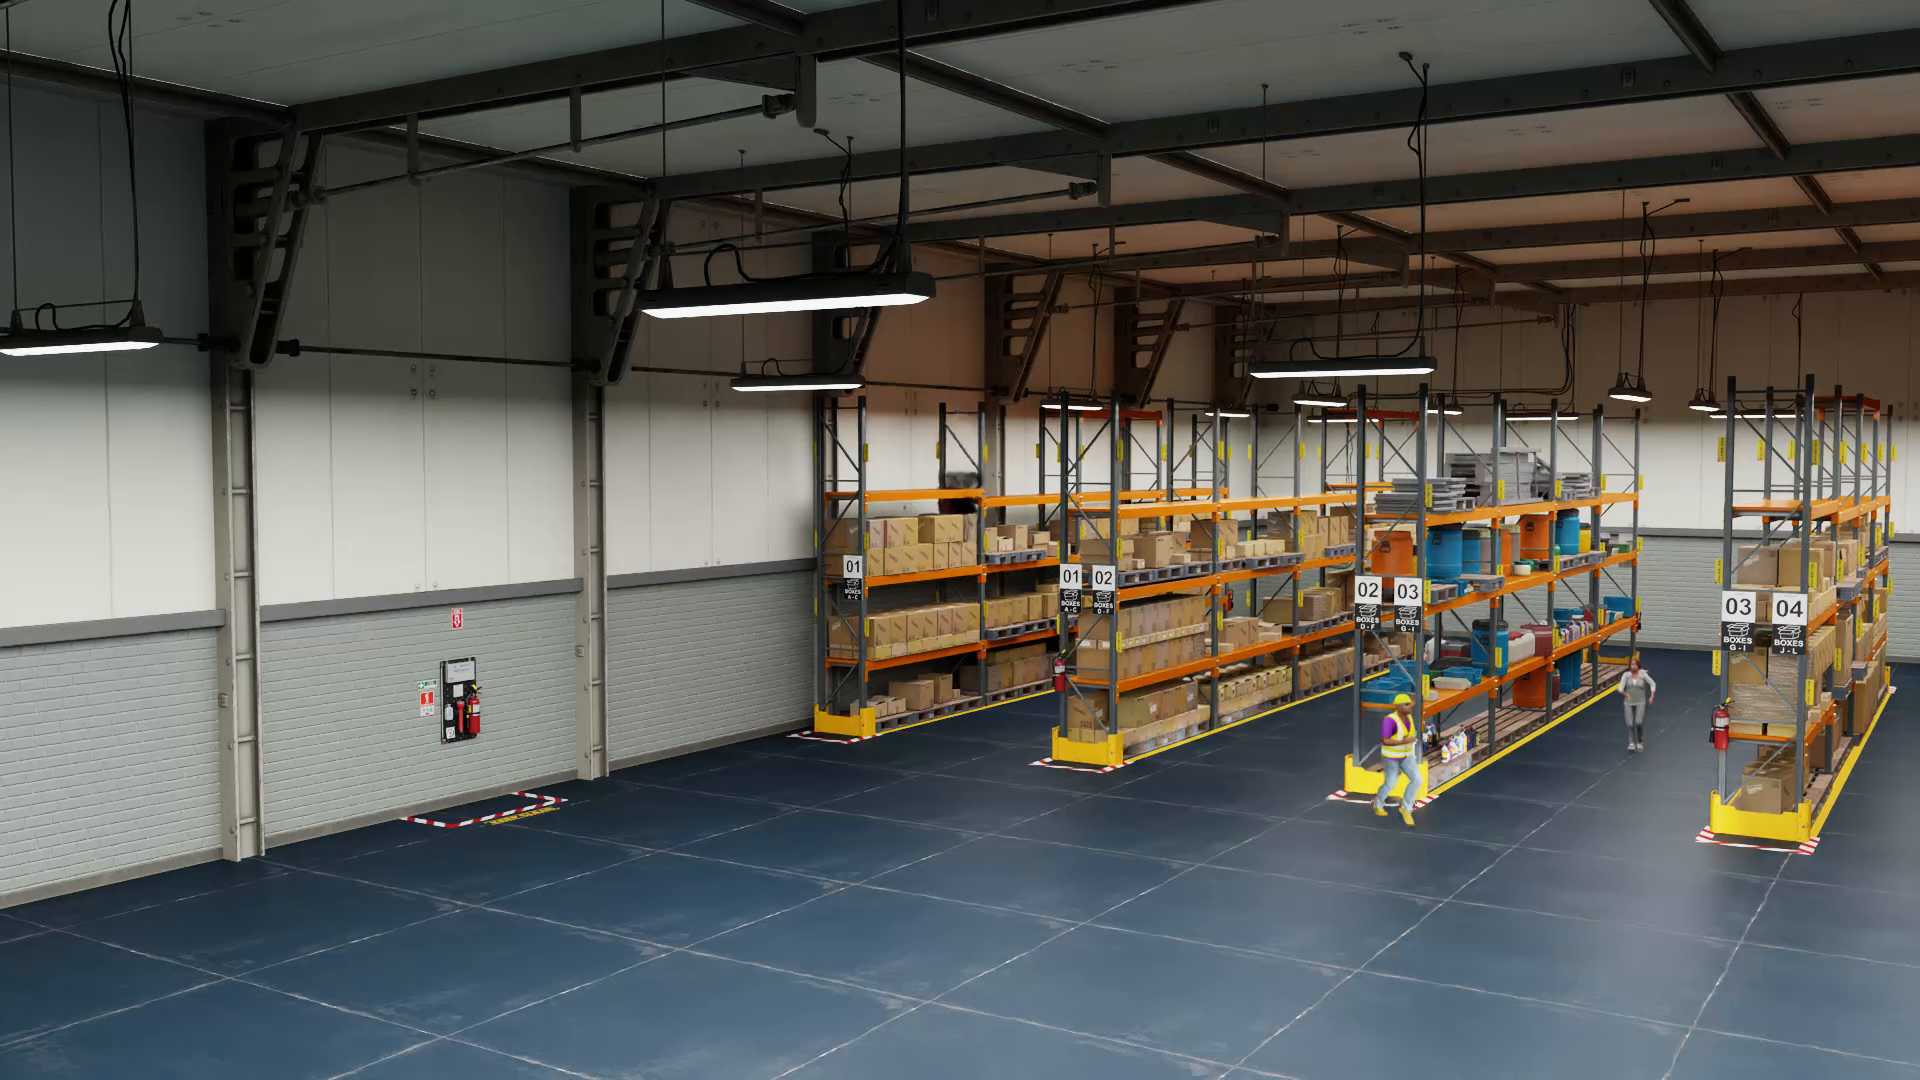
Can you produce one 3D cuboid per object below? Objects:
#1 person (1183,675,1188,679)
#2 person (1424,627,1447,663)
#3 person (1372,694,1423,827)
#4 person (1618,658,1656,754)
[{"bbox_3d":[4.479,2.388,34.109,0.535,1.462,0.699,2,4,34],"label":"person"},{"bbox_3d":[9.253,2.497,32.287,0.582,1.639,0.901,2,4,37],"label":"person"},{"bbox_3d":[5.900,2.950,22.451,0.728,1.789,0.835,-2,4,-33],"label":"person"},{"bbox_3d":[11.231,2.761,27.639,0.567,1.604,0.650,2,3,28],"label":"person"}]
